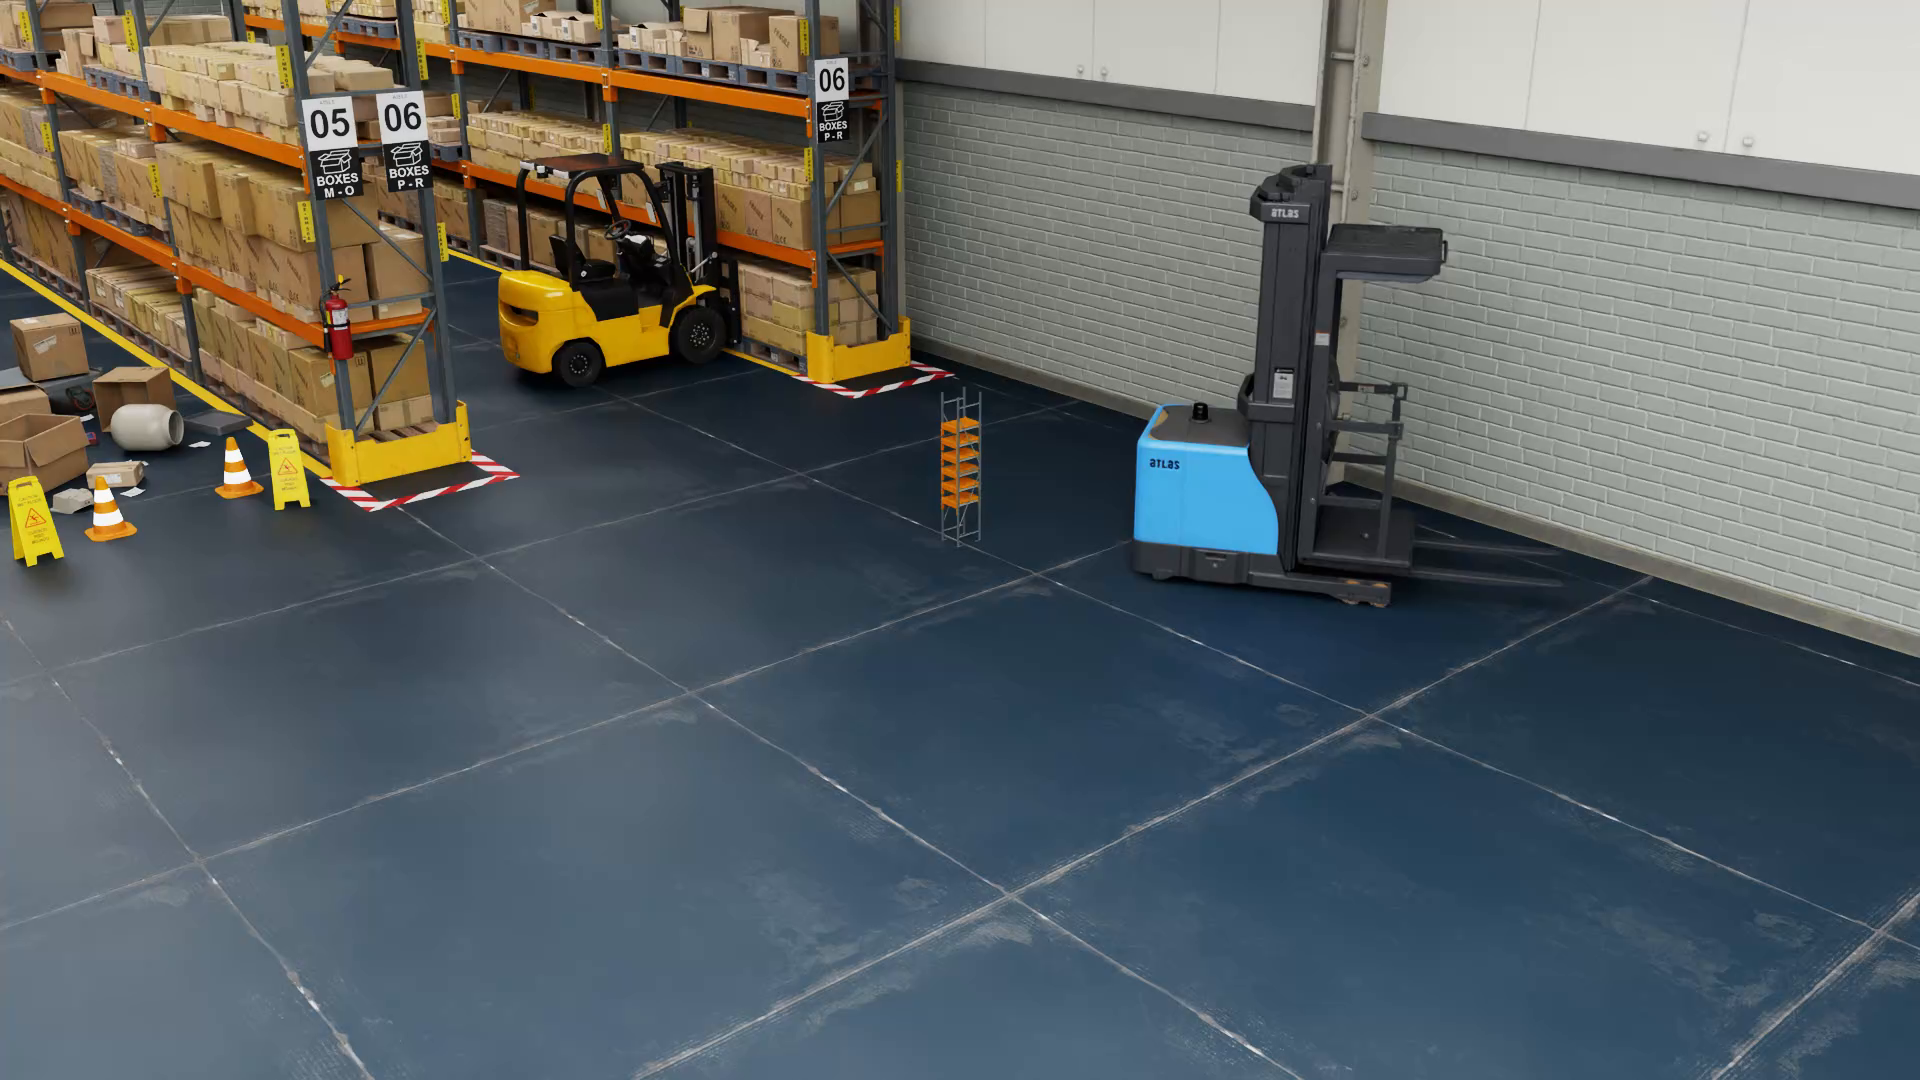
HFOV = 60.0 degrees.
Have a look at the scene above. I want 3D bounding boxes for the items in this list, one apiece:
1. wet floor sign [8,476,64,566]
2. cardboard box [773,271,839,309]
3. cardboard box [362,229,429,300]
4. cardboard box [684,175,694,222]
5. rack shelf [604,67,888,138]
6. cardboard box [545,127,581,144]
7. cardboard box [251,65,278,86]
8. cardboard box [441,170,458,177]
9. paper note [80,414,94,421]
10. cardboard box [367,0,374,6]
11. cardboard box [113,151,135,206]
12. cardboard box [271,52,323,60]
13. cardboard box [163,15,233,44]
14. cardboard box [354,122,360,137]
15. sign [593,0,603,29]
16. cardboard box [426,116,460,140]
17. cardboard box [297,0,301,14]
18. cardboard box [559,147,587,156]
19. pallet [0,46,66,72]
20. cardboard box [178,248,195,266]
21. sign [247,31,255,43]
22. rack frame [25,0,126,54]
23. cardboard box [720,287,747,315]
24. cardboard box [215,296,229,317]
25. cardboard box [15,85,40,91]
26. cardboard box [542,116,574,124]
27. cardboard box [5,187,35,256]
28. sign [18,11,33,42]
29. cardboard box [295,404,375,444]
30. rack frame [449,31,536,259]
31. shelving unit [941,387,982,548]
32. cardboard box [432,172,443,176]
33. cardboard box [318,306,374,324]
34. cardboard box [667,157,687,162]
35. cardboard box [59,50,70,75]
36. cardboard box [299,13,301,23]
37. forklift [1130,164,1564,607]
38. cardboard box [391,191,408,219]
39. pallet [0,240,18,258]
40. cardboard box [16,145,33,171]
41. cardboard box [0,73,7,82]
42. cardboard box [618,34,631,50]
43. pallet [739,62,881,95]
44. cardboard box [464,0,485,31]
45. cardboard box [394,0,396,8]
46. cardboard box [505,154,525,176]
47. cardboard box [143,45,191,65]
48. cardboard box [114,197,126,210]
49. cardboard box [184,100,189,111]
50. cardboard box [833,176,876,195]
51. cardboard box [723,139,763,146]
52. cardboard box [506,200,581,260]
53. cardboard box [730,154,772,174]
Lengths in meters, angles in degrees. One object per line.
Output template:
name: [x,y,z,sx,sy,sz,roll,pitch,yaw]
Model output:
wet floor sign: [-6.994,-0.163,12.516,0.232,0.644,0.267,17,27,36]
cardboard box: [-1.608,-2.619,17.381,0.500,0.250,0.500,-16,27,-36]
cardboard box: [-4.928,-2.384,14.414,0.500,0.500,0.500,-18,28,-38]
cardboard box: [-2.906,-3.873,18.621,0.500,0.500,0.500,-18,28,-38]
rack shelf: [-2.376,-4.799,17.998,1.077,0.370,4.000,-17,27,-37]
cardboard box: [-4.930,-5.026,20.678,0.380,0.149,0.250,-17,27,-37]
cardboard box: [-5.719,-3.906,13.981,0.380,0.149,0.250,-17,27,-37]
cardboard box: [-7.426,-5.377,24.561,0.380,0.149,0.250,-19,28,-39]
paper note: [-8.386,-1.173,15.936,0.148,0.019,0.142,-17,27,-37]
cardboard box: [-8.148,-7.634,23.473,0.380,0.149,0.250,-17,27,-37]
cardboard box: [-8.572,-3.842,17.559,0.500,0.500,0.500,-16,27,-36]
cardboard box: [-5.983,-4.317,15.032,0.380,0.149,0.250,-17,27,-37]
cardboard box: [-7.851,-5.255,17.119,0.500,0.250,0.500,-18,28,-39]
cardboard box: [-5.039,-3.502,14.045,0.380,0.149,0.250,-19,28,-39]
sign: [-4.087,-5.942,18.789,0.100,0.325,0.005,-17,27,-37]
cardboard box: [-7.227,-5.736,23.145,0.500,0.250,0.500,-19,28,-40]
cardboard box: [-10.081,-8.325,25.811,0.500,0.250,0.500,-17,27,-36]
cardboard box: [-4.537,-4.668,20.310,0.500,0.250,0.500,-18,28,-39]
pallet: [-10.511,-5.687,19.536,1.213,0.211,1.003,-16,26,-35]
cardboard box: [-7.477,-2.827,16.434,0.380,0.149,0.250,-18,27,-38]
sign: [-7.034,-4.876,16.499,0.100,0.325,0.005,-17,27,-37]
rack frame: [-10.051,-7.006,18.533,1.000,3.000,0.127,-17,27,-37]
cardboard box: [-2.298,-2.672,18.202,0.500,0.250,0.500,-18,28,-39]
cardboard box: [-6.886,-2.256,15.909,0.380,0.149,0.250,-16,27,-35]
cardboard box: [-12.180,-5.766,22.085,0.500,0.500,0.500,-16,27,-36]
cardboard box: [-5.224,-5.429,21.705,0.380,0.149,0.250,-18,27,-38]
cardboard box: [-12.196,-4.372,22.371,0.875,0.875,0.875,-16,27,-36]
sign: [-10.477,-5.757,18.640,0.100,0.325,0.005,-17,27,-37]
cardboard box: [-5.576,-1.084,14.832,0.500,0.250,0.500,-18,27,-38]
rack frame: [-6.293,-5.395,22.646,1.000,3.000,0.127,-17,27,-37]
shelving unit: [0.009,-0.555,12.755,0.258,1.200,0.189,-17,27,-37]
cardboard box: [-7.773,-5.258,24.259,0.380,0.149,0.250,-17,27,-37]
cardboard box: [-5.235,-1.938,14.163,0.380,0.149,0.250,-16,27,-36]
cardboard box: [-3.037,-4.193,18.550,0.380,0.149,0.250,-18,28,-38]
cardboard box: [-9.807,-5.349,18.599,0.396,0.266,0.258,-17,27,-37]
cardboard box: [-10.167,-8.172,25.967,0.380,0.149,0.250,-17,27,-37]
forklift: [2.834,-1.104,11.784,3.031,2.935,1.130,6,22,15]
cardboard box: [-8.081,-5.061,24.645,0.500,0.500,0.500,-18,28,-39]
pallet: [-13.099,-4.248,23.541,1.003,0.211,1.213,-17,27,-37]
cardboard box: [-11.247,-4.726,20.458,0.500,0.250,0.500,-18,28,-39]
cardboard box: [-12.851,-6.348,22.681,0.380,0.149,0.250,-17,27,-37]
cardboard box: [-3.619,-5.616,18.728,0.380,0.149,0.250,-17,27,-36]
pallet: [-1.513,-4.742,16.987,1.003,0.211,1.213,-17,27,-37]
cardboard box: [-6.005,-6.823,21.327,0.500,0.500,0.500,-17,27,-37]
cardboard box: [-7.588,-7.429,22.978,0.380,0.149,0.250,-17,27,-37]
cardboard box: [-5.522,-4.864,21.495,0.500,0.250,0.500,-19,28,-39]
cardboard box: [-7.481,-4.594,15.738,0.380,0.149,0.250,-18,28,-38]
cardboard box: [-8.961,-3.699,18.084,0.380,0.149,0.250,-16,27,-36]
cardboard box: [-7.048,-4.115,15.609,0.380,0.149,0.250,-17,27,-37]
cardboard box: [-1.096,-3.689,17.264,0.380,0.149,0.250,-18,28,-39]
cardboard box: [-2.433,-4.400,18.669,0.380,0.149,0.250,-18,28,-38]
cardboard box: [-5.464,-4.131,22.098,0.875,0.625,0.625,-16,27,-36]
cardboard box: [-2.200,-3.980,17.597,0.380,0.149,0.250,-17,27,-36]
